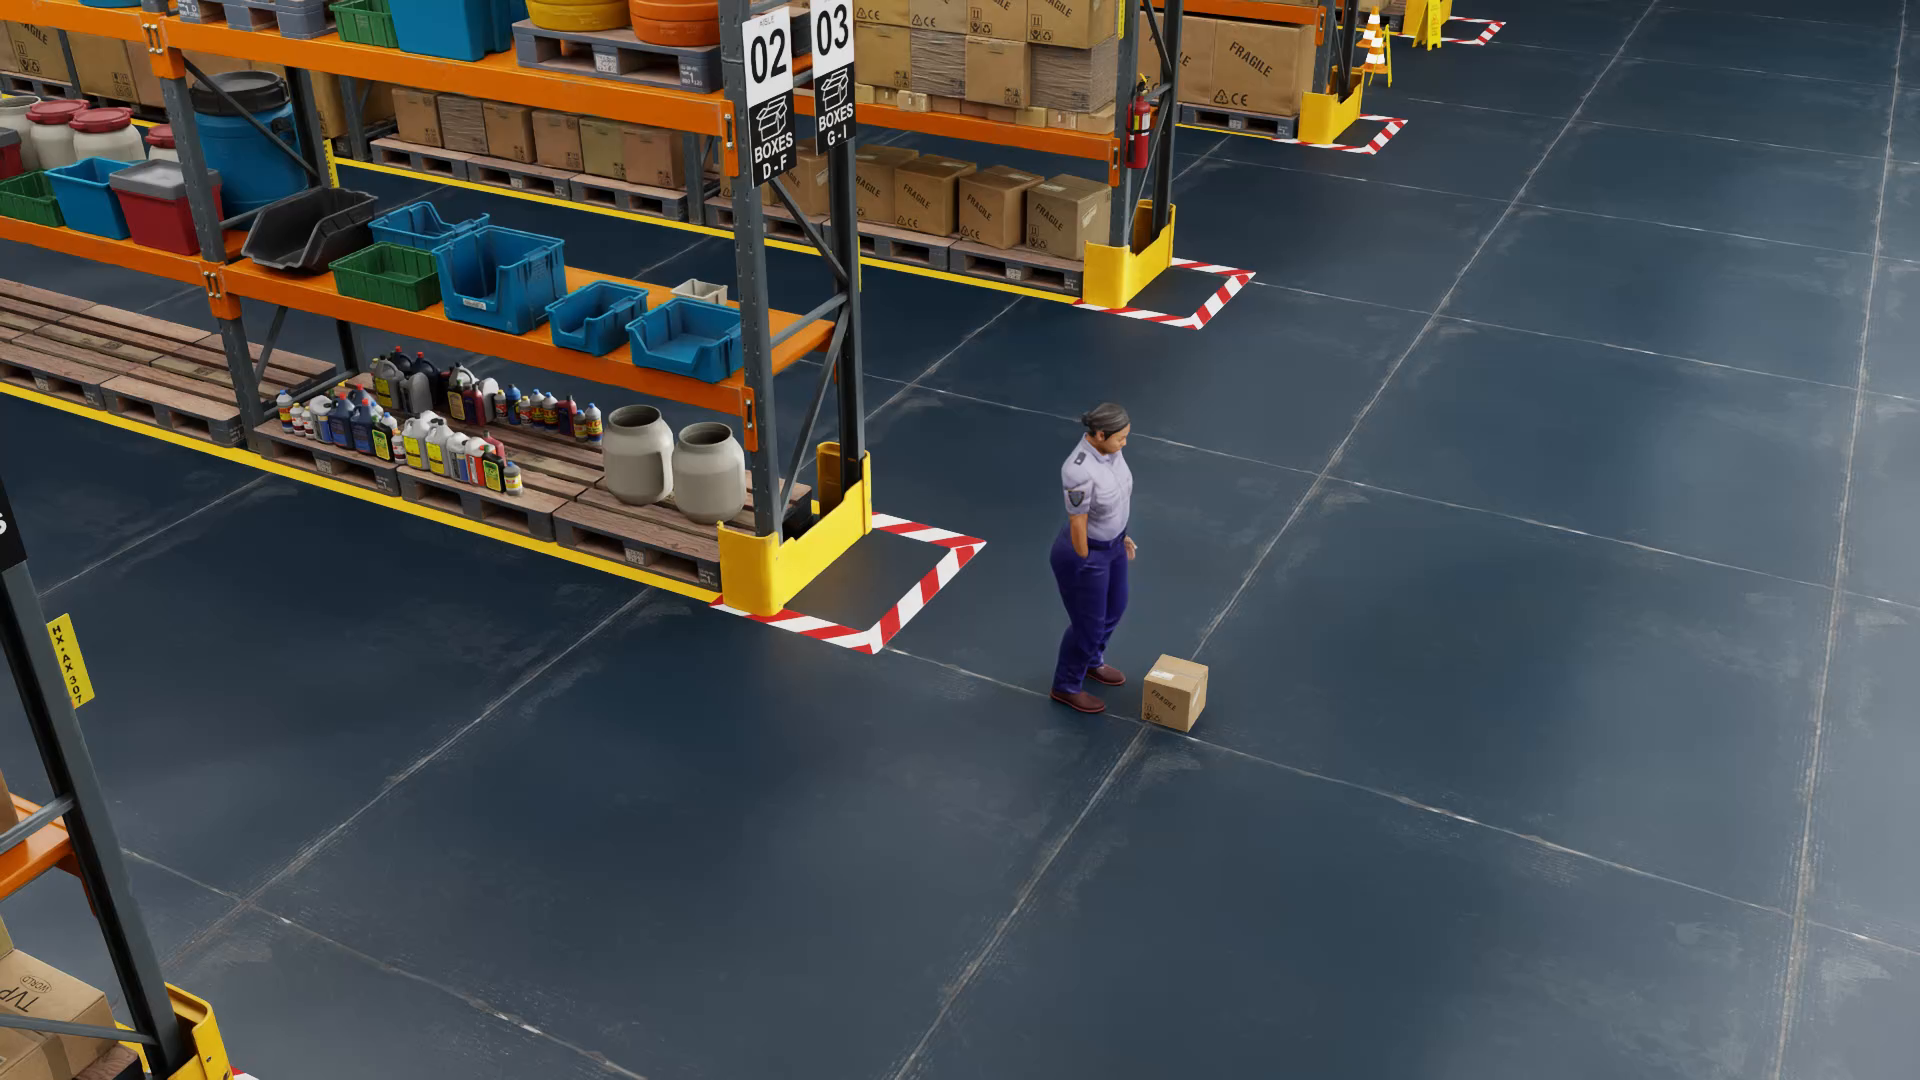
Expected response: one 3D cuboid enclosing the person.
[{"bbox_3d":[0.660,0.057,8.226,0.343,1.635,0.480,15,34,24],"label":"person"}]
